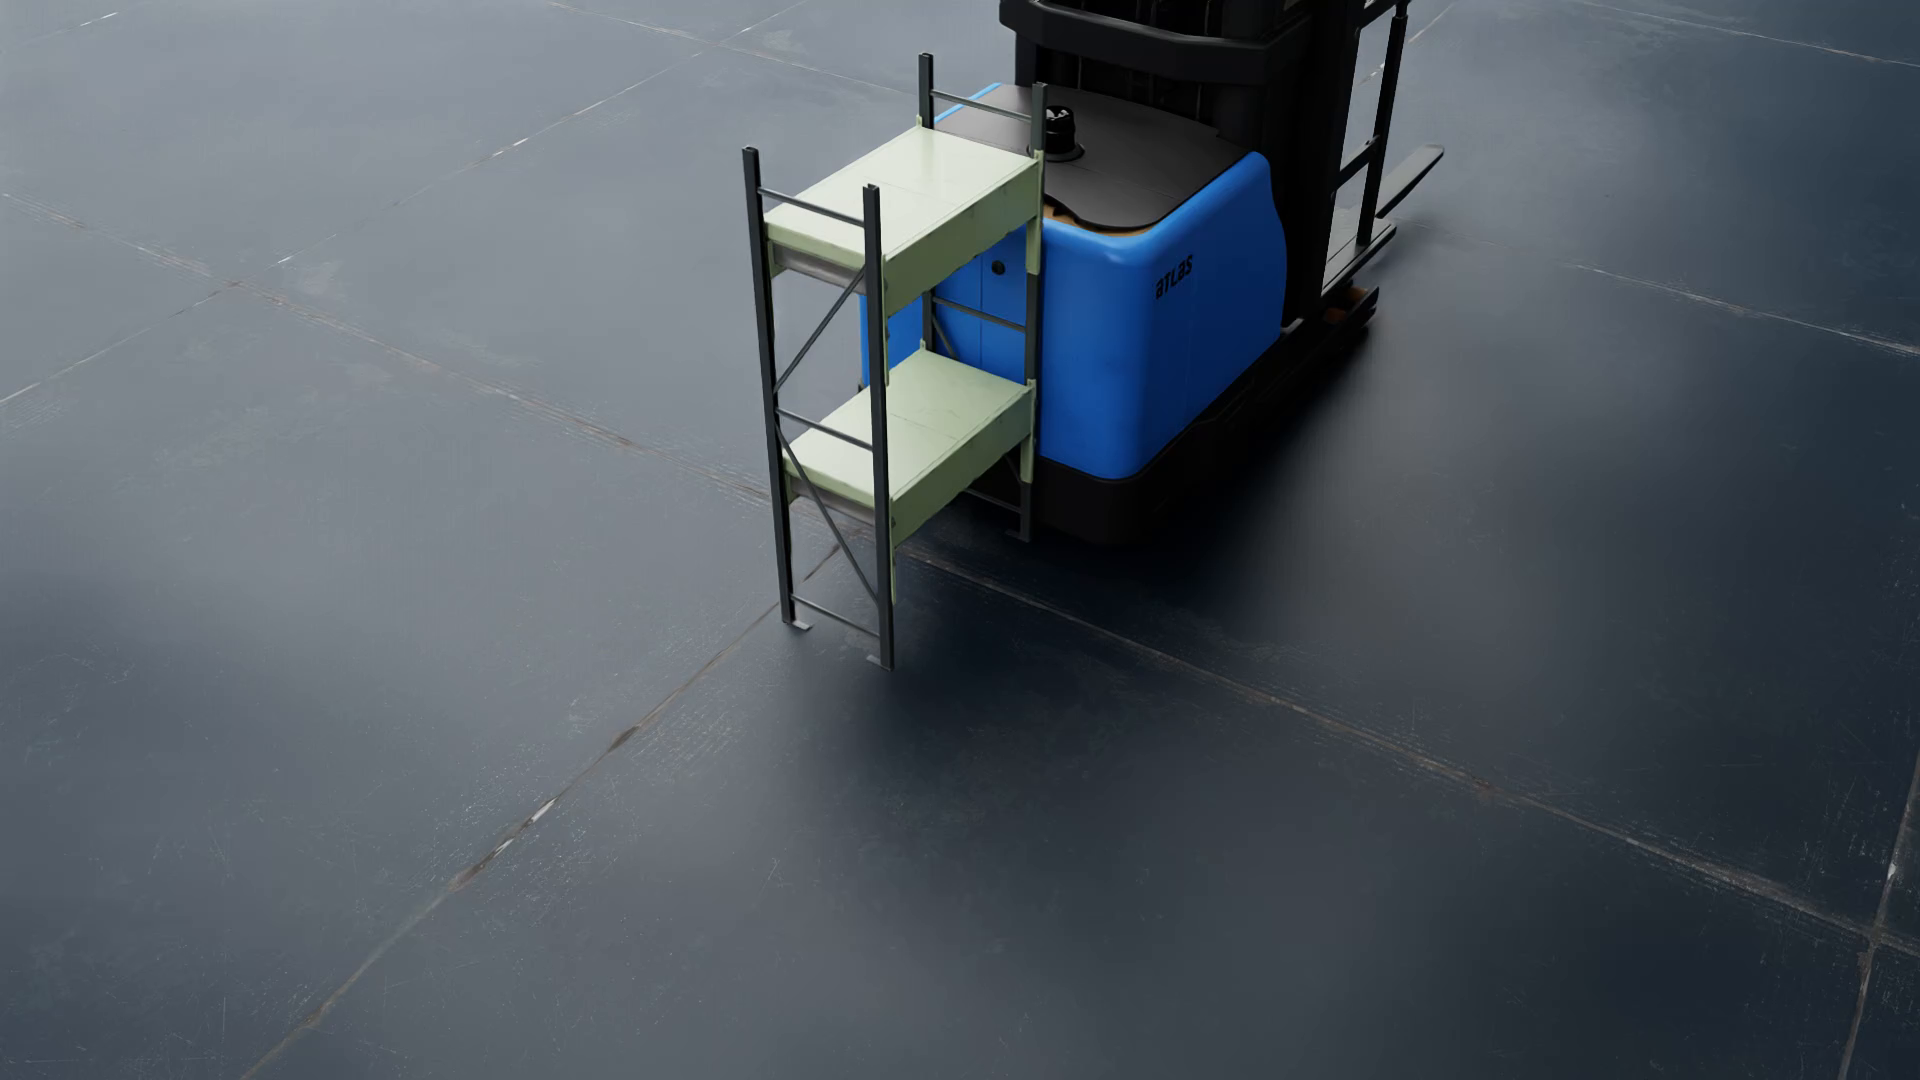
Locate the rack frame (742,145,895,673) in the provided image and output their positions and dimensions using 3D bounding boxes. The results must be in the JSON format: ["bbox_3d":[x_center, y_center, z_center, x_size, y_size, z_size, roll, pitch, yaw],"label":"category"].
[{"bbox_3d":[-0.357,-0.289,4.397,0.400,1.500,0.023,23,43,27],"label":"rack frame"}]

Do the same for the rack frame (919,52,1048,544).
[{"bbox_3d":[0.058,-0.657,4.874,0.400,1.500,0.023,23,43,27],"label":"rack frame"}]

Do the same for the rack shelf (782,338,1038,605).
[{"bbox_3d":[-0.150,-0.215,4.835,0.431,0.370,0.720,23,43,27],"label":"rack shelf"}]

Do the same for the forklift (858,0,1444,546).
[{"bbox_3d":[0.917,-2.003,5.447,1.130,2.935,3.031,23,43,27],"label":"forklift"}]

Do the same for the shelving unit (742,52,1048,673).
[{"bbox_3d":[-0.150,-0.473,4.636,0.431,1.500,0.755,23,43,27],"label":"shelving unit"}]

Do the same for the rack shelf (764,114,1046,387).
[{"bbox_3d":[-0.150,-0.782,4.397,0.431,0.370,0.720,23,43,27],"label":"rack shelf"}]
